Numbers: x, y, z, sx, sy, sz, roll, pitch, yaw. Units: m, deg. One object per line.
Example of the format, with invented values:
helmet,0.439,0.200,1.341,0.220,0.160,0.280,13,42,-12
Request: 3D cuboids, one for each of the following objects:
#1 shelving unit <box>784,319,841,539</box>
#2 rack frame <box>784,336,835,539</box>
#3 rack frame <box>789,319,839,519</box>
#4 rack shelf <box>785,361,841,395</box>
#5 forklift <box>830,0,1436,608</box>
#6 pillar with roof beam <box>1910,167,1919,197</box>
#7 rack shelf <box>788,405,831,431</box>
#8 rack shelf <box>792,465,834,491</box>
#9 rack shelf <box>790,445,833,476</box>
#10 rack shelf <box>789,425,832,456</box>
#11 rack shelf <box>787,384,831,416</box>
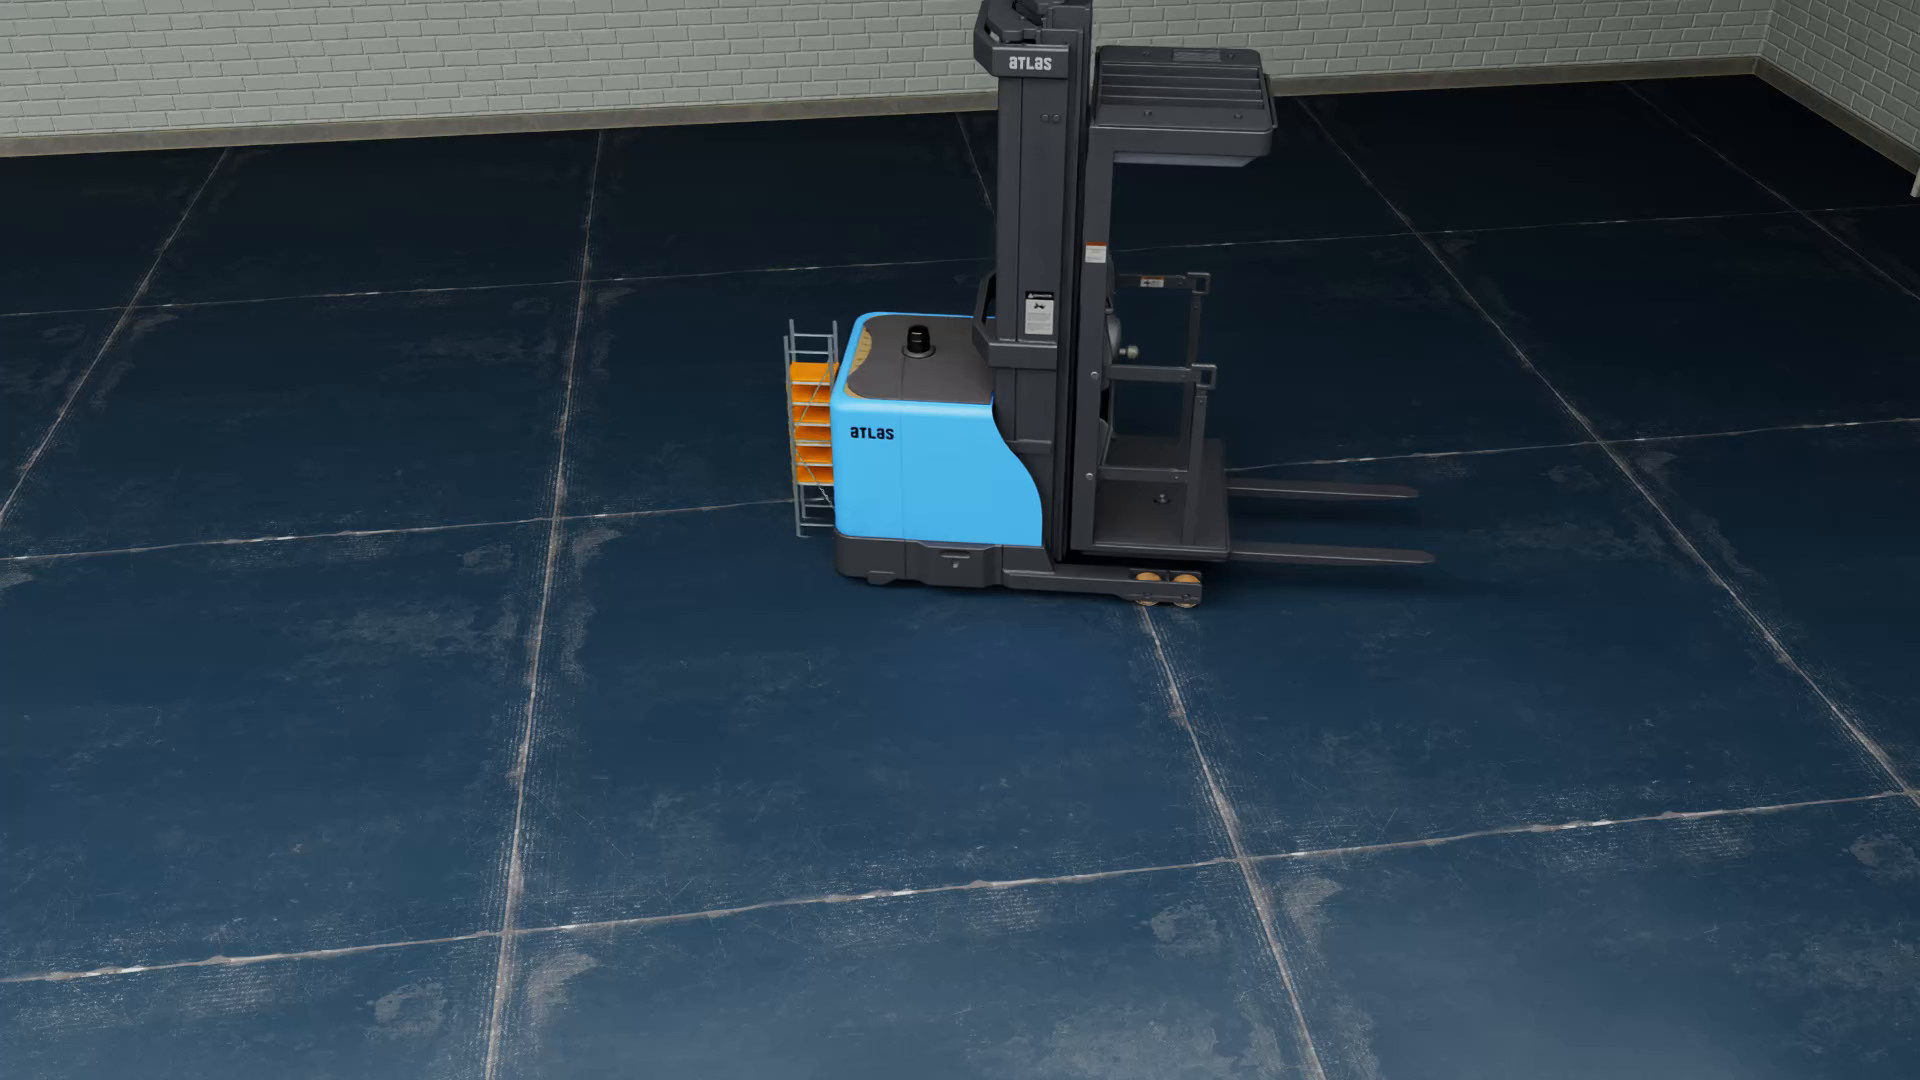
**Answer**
shelving unit,-0.746,-0.560,8.634,0.258,1.200,0.189,2,34,3
rack frame,-0.753,-0.508,8.559,0.240,1.200,0.006,2,34,3
rack frame,-0.740,-0.611,8.710,0.240,1.200,0.006,2,34,3
rack shelf,-0.746,-0.820,8.457,0.258,0.103,0.180,2,34,3
forklift,0.905,-1.185,8.015,3.031,2.935,1.130,3,34,4
pillar with roof beam,3.213,-5.953,9.623,9.100,9.000,0.400,-4,35,-6
rack shelf,-0.746,-0.622,8.592,0.258,0.103,0.180,2,34,3
rack shelf,-0.746,-0.325,8.795,0.258,0.103,0.180,2,34,3
rack shelf,-0.746,-0.424,8.727,0.258,0.103,0.180,2,34,3
rack shelf,-0.746,-0.523,8.659,0.258,0.103,0.180,2,34,3
rack shelf,-0.746,-0.721,8.524,0.258,0.103,0.180,2,34,3
